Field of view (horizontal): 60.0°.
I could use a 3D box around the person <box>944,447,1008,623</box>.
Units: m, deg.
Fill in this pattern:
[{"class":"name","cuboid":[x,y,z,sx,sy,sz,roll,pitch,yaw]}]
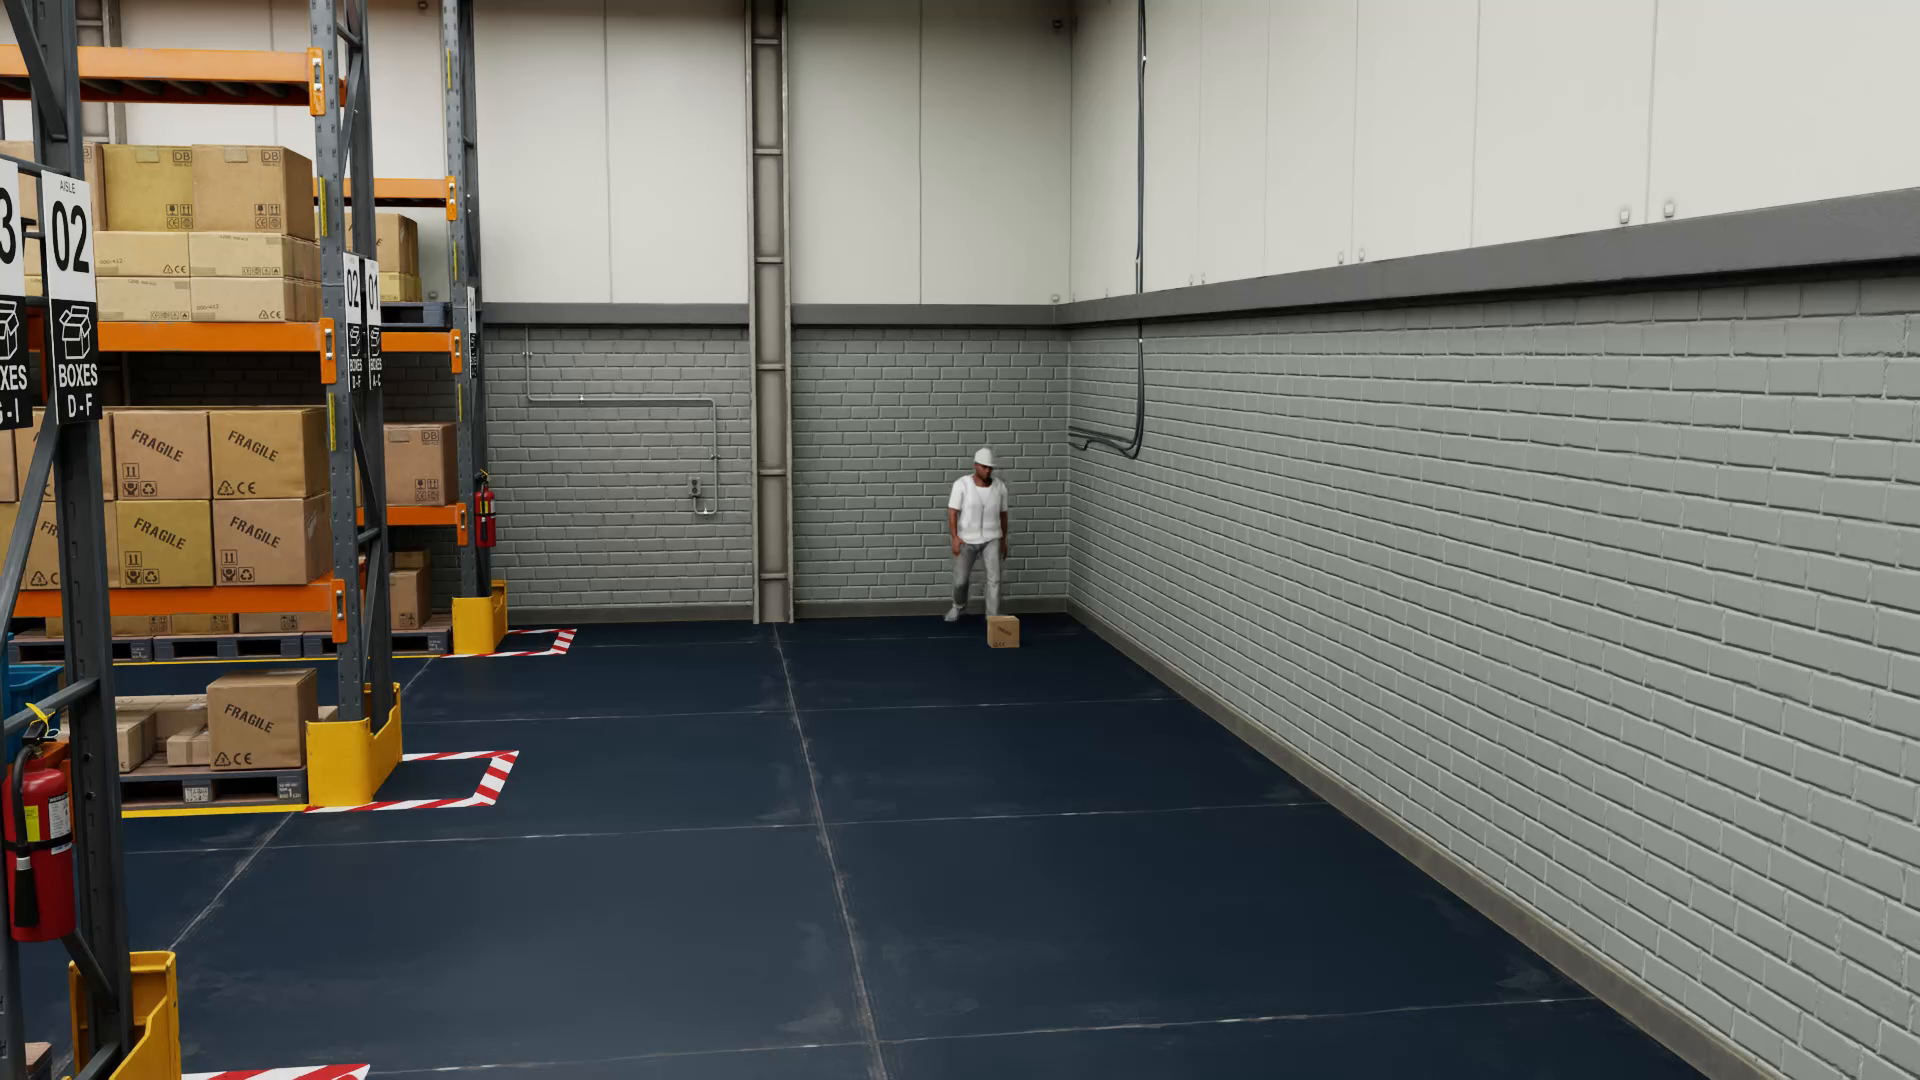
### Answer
[{"class":"person","cuboid":[0.166,0.001,15.596,0.582,1.750,0.890,-1,7,-9]}]
